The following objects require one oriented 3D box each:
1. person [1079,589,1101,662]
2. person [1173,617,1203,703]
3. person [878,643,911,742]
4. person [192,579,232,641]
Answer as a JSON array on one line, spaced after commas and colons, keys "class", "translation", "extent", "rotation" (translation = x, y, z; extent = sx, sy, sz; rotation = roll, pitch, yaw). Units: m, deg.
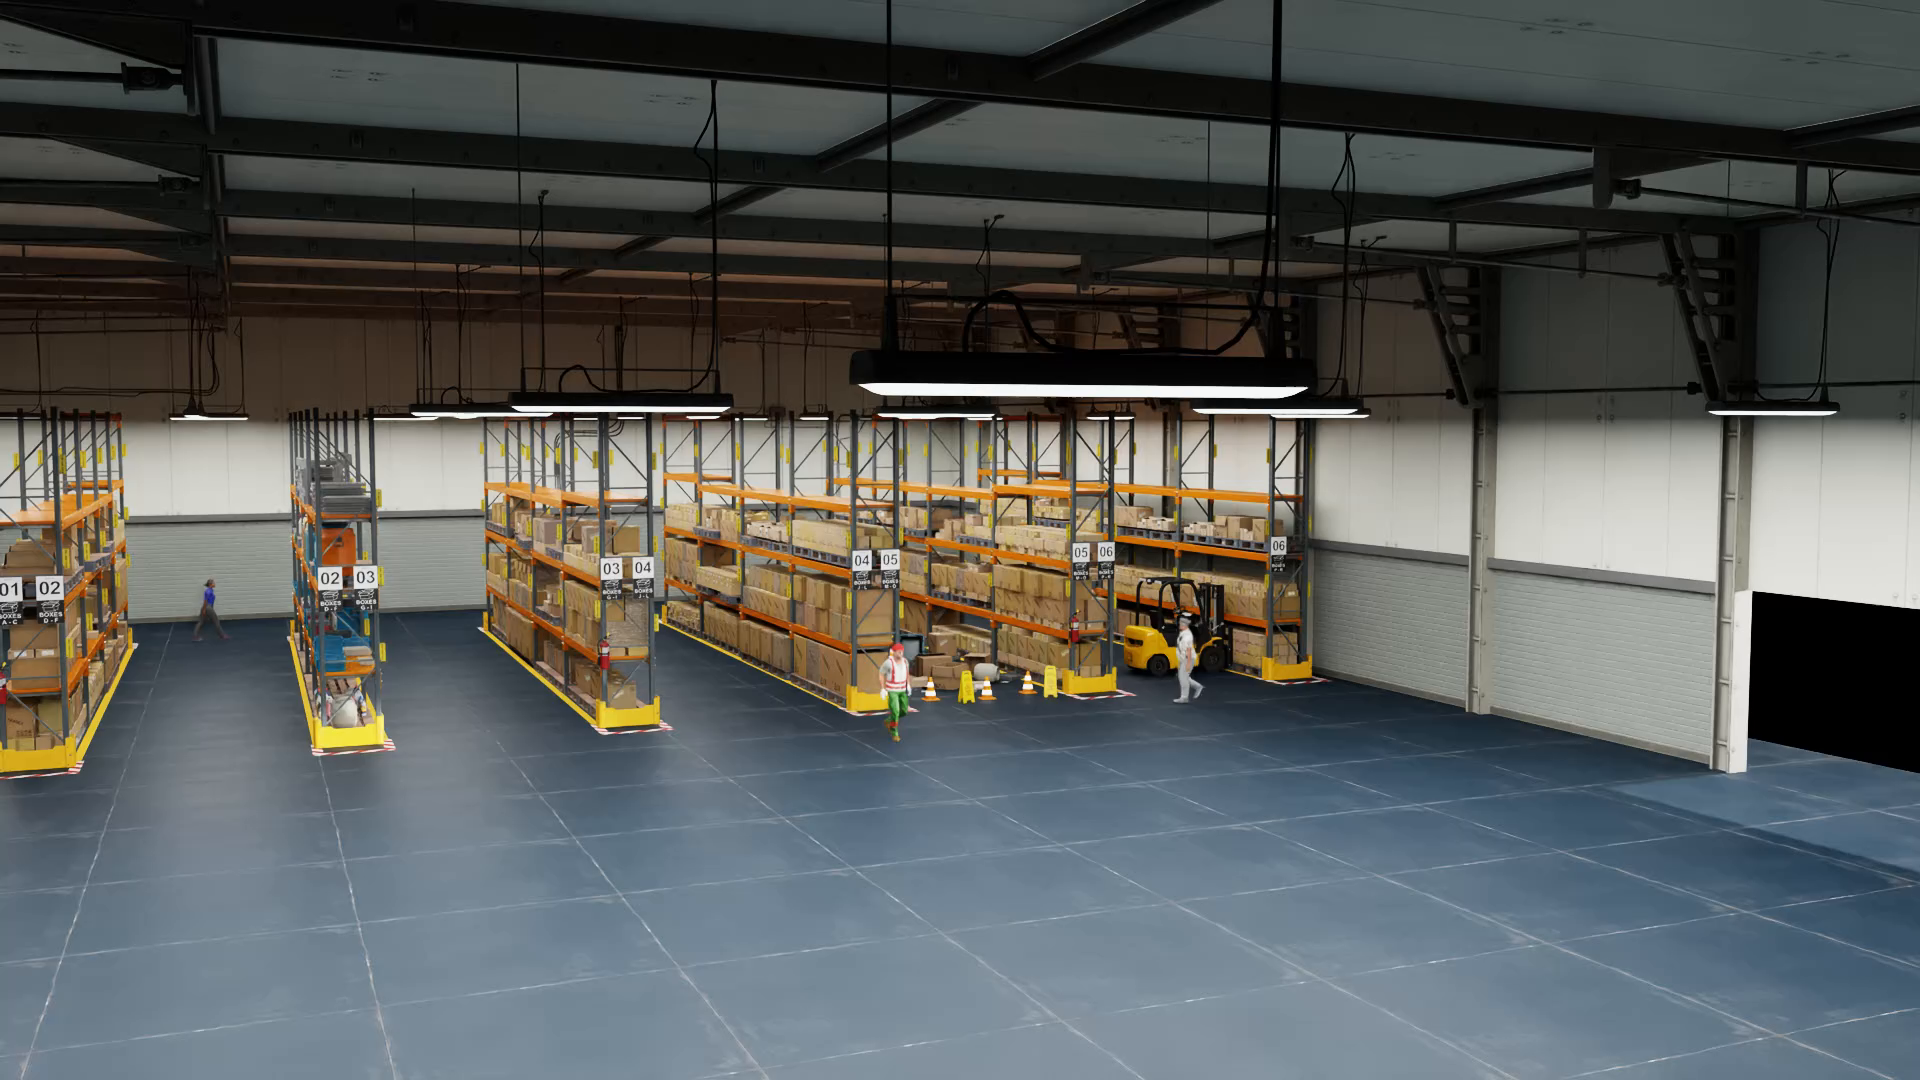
[{"class": "person", "translation": [3.084, 2.086, 39.785], "extent": [0.678, 1.735, 0.794], "rotation": [-2, 5, -28]}, {"class": "person", "translation": [4.699, 2.444, 34.079], "extent": [0.711, 1.747, 0.531], "rotation": [-1, 4, -13]}, {"class": "person", "translation": [-1.219, 2.734, 30.182], "extent": [0.629, 1.767, 0.688], "rotation": [-3, 5, -37]}, {"class": "person", "translation": [-19.755, 1.830, 43.811], "extent": [0.953, 1.593, 0.425], "rotation": [-4, 5, -42]}]
